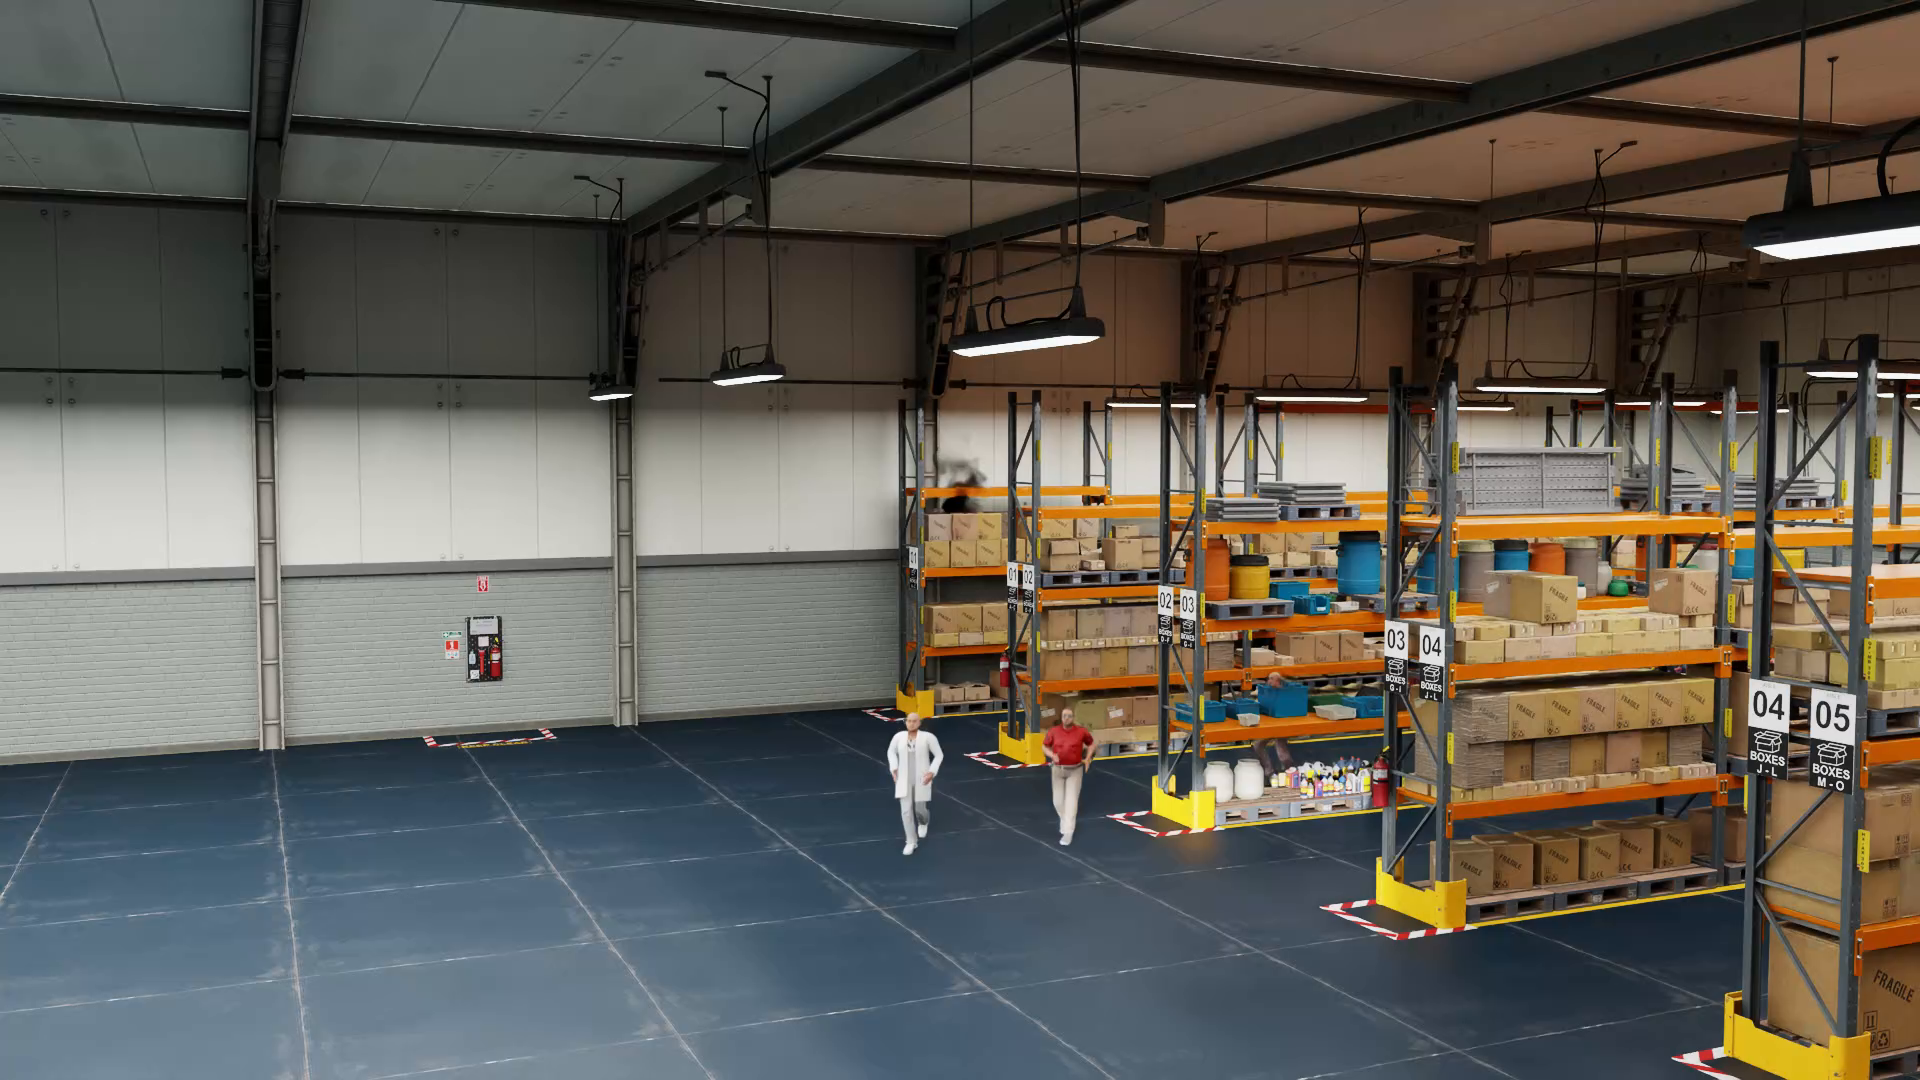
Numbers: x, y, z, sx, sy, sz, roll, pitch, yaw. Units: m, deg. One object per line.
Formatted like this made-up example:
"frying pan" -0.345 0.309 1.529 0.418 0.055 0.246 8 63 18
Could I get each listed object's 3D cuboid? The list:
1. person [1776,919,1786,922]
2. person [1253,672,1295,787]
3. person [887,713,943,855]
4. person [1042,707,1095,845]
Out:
"person" 8.316 3.349 16.690 0.582 1.668 0.585 -2 4 -35
"person" 4.711 2.848 24.957 0.811 1.749 0.620 -2 4 -30
"person" -0.577 3.060 21.189 0.731 1.755 0.817 0 3 8
"person" 1.395 3.027 21.617 0.682 1.719 0.858 1 3 14
